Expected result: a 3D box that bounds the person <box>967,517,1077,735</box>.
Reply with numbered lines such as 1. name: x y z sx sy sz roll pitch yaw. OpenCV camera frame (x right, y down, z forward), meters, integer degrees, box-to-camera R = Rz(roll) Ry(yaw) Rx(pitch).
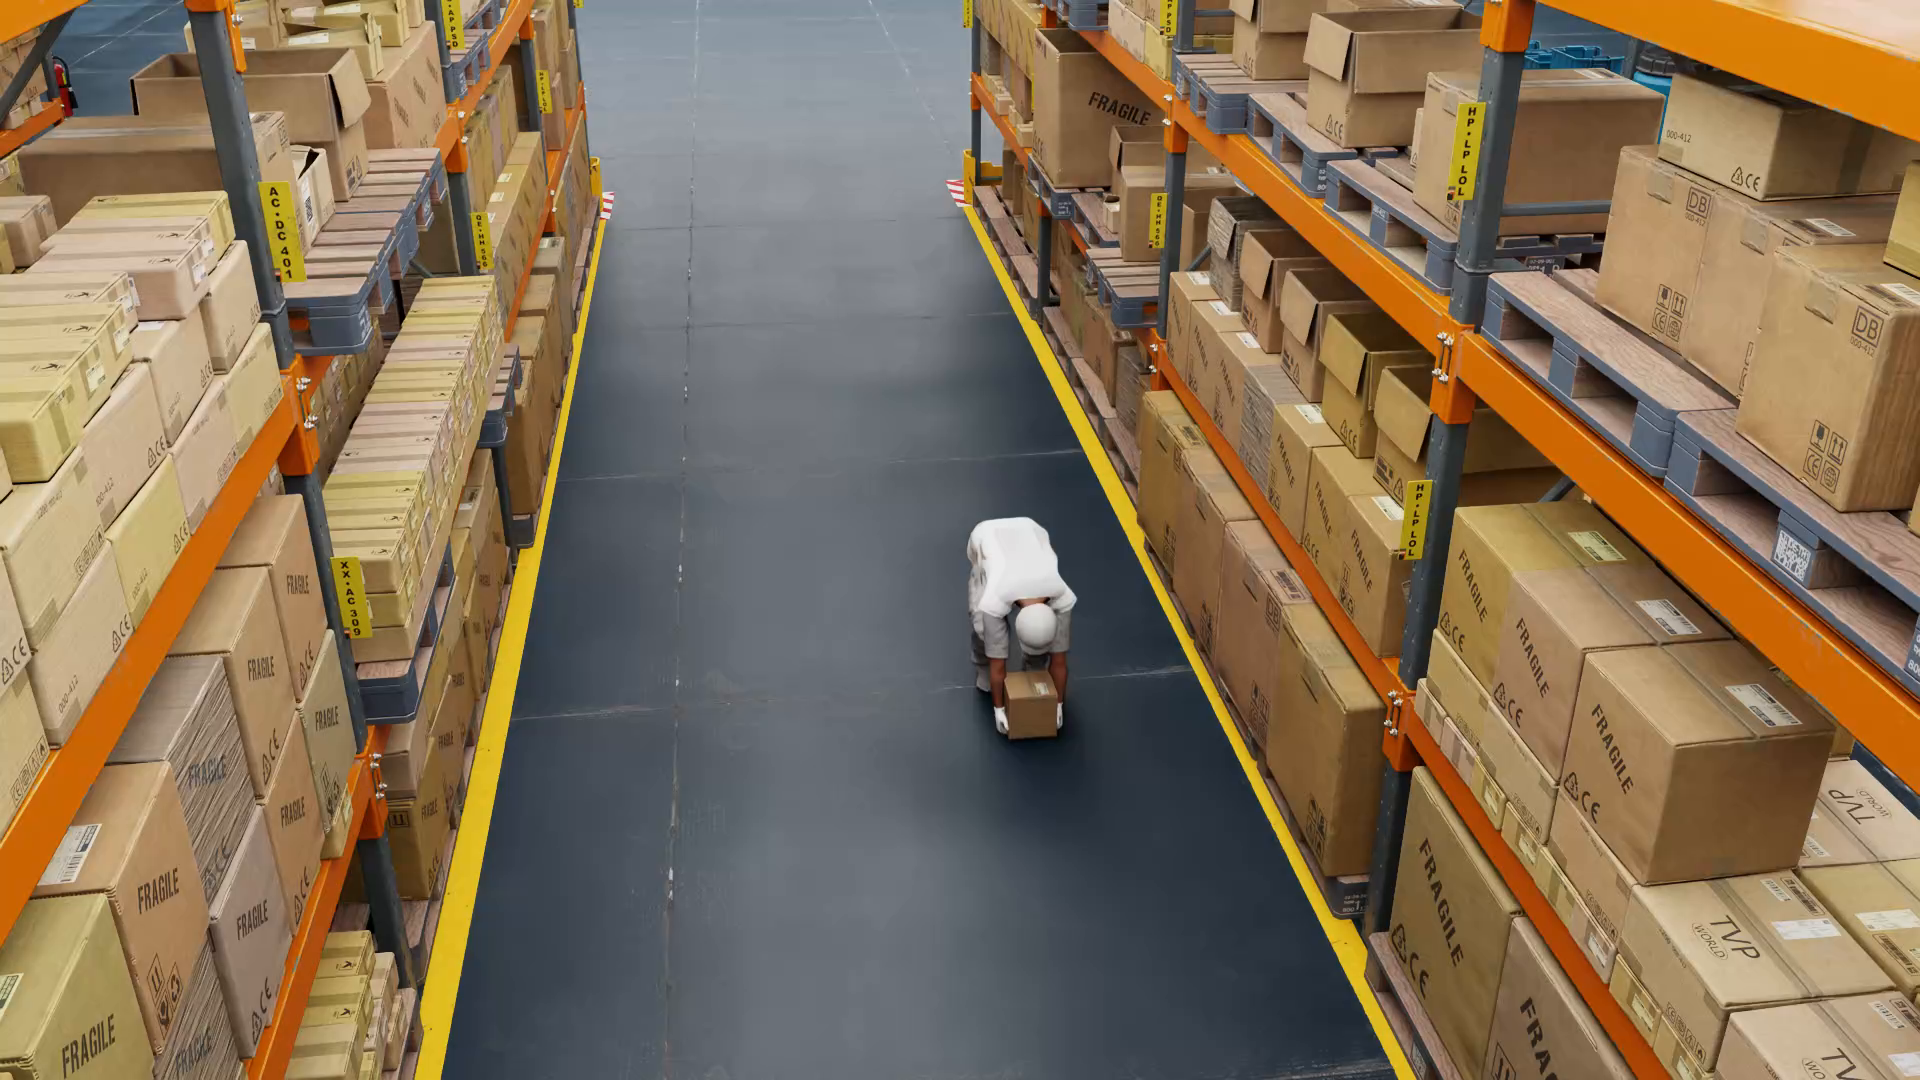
1. person: 0.320 0.422 8.701 0.525 0.932 0.974 -5 27 -9
